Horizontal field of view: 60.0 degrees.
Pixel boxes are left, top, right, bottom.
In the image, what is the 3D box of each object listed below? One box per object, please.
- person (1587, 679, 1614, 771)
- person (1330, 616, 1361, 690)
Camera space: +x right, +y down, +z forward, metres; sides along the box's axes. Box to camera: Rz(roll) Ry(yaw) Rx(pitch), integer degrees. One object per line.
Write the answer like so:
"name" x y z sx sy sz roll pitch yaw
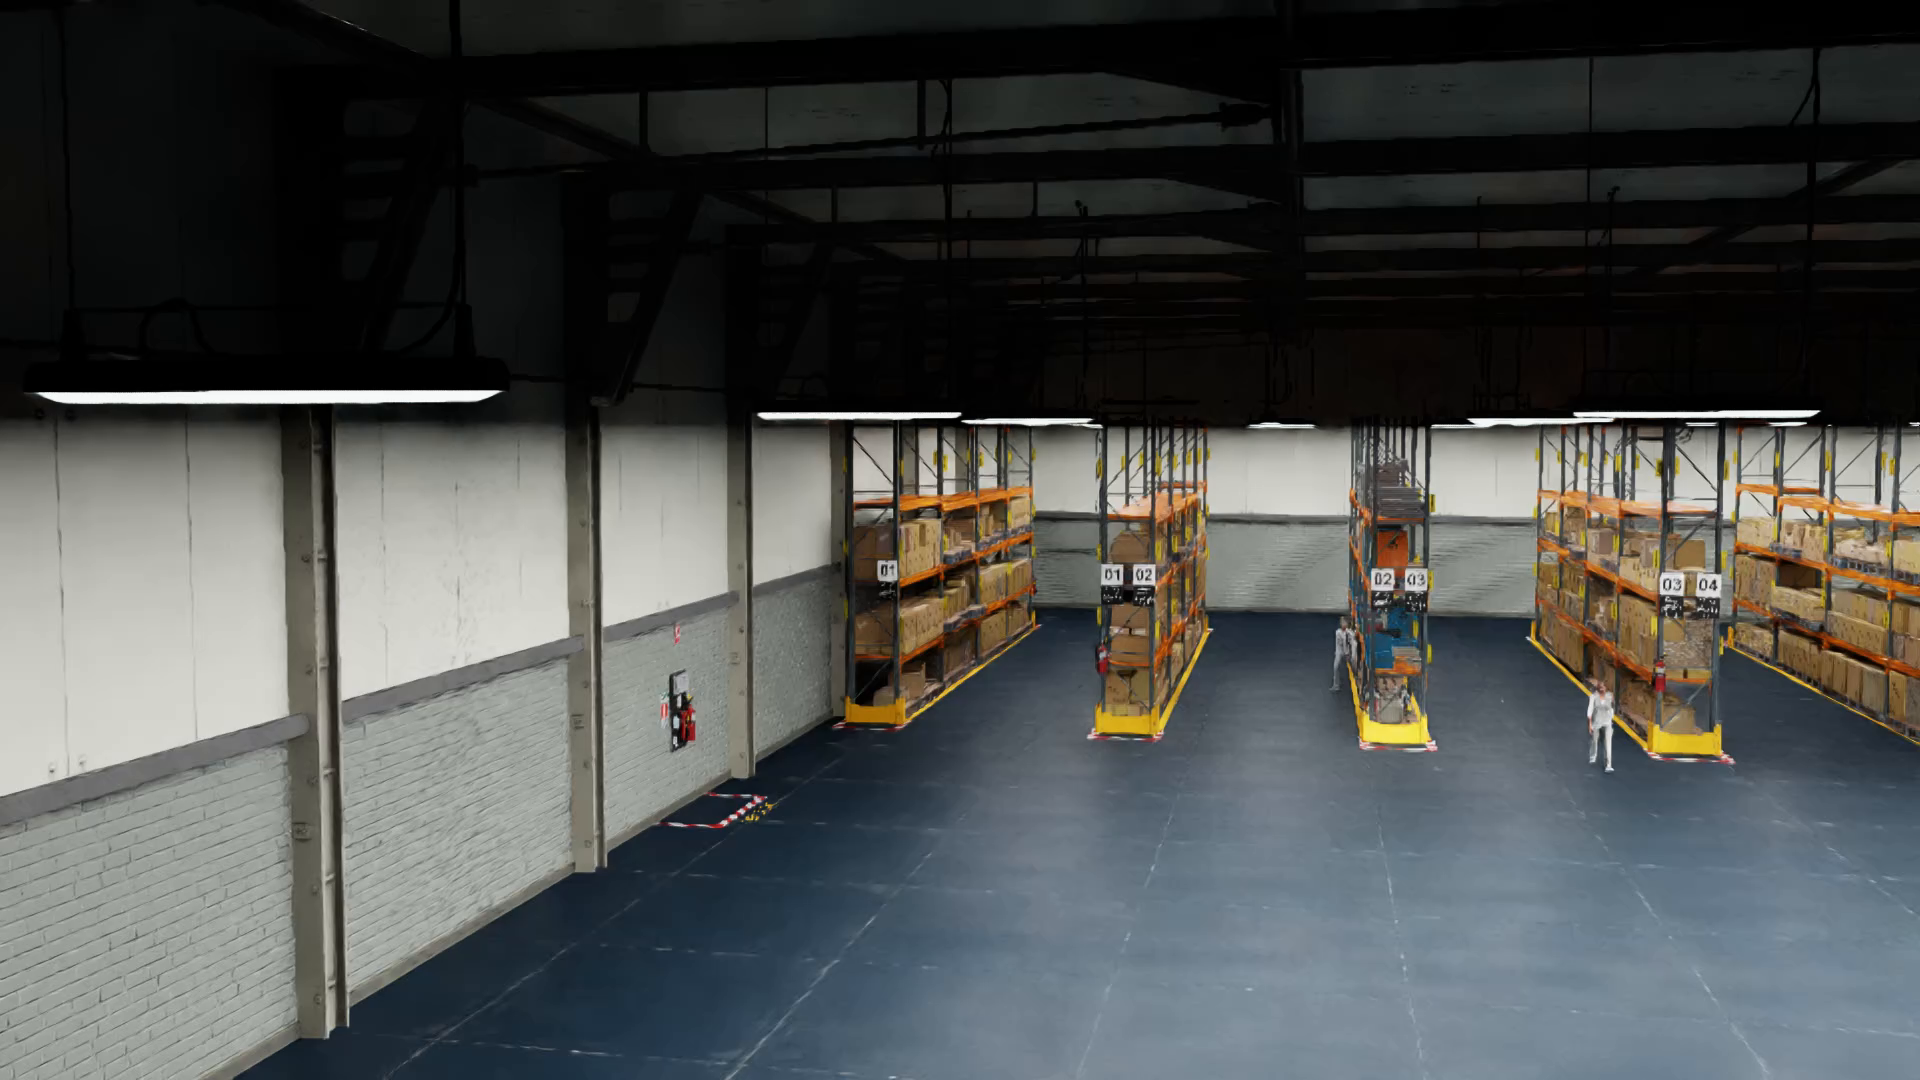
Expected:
"person" 10.787 3.083 28.024 0.417 1.517 1.036 1 4 15
"person" 8.493 2.476 36.574 0.517 1.614 0.945 2 4 32
